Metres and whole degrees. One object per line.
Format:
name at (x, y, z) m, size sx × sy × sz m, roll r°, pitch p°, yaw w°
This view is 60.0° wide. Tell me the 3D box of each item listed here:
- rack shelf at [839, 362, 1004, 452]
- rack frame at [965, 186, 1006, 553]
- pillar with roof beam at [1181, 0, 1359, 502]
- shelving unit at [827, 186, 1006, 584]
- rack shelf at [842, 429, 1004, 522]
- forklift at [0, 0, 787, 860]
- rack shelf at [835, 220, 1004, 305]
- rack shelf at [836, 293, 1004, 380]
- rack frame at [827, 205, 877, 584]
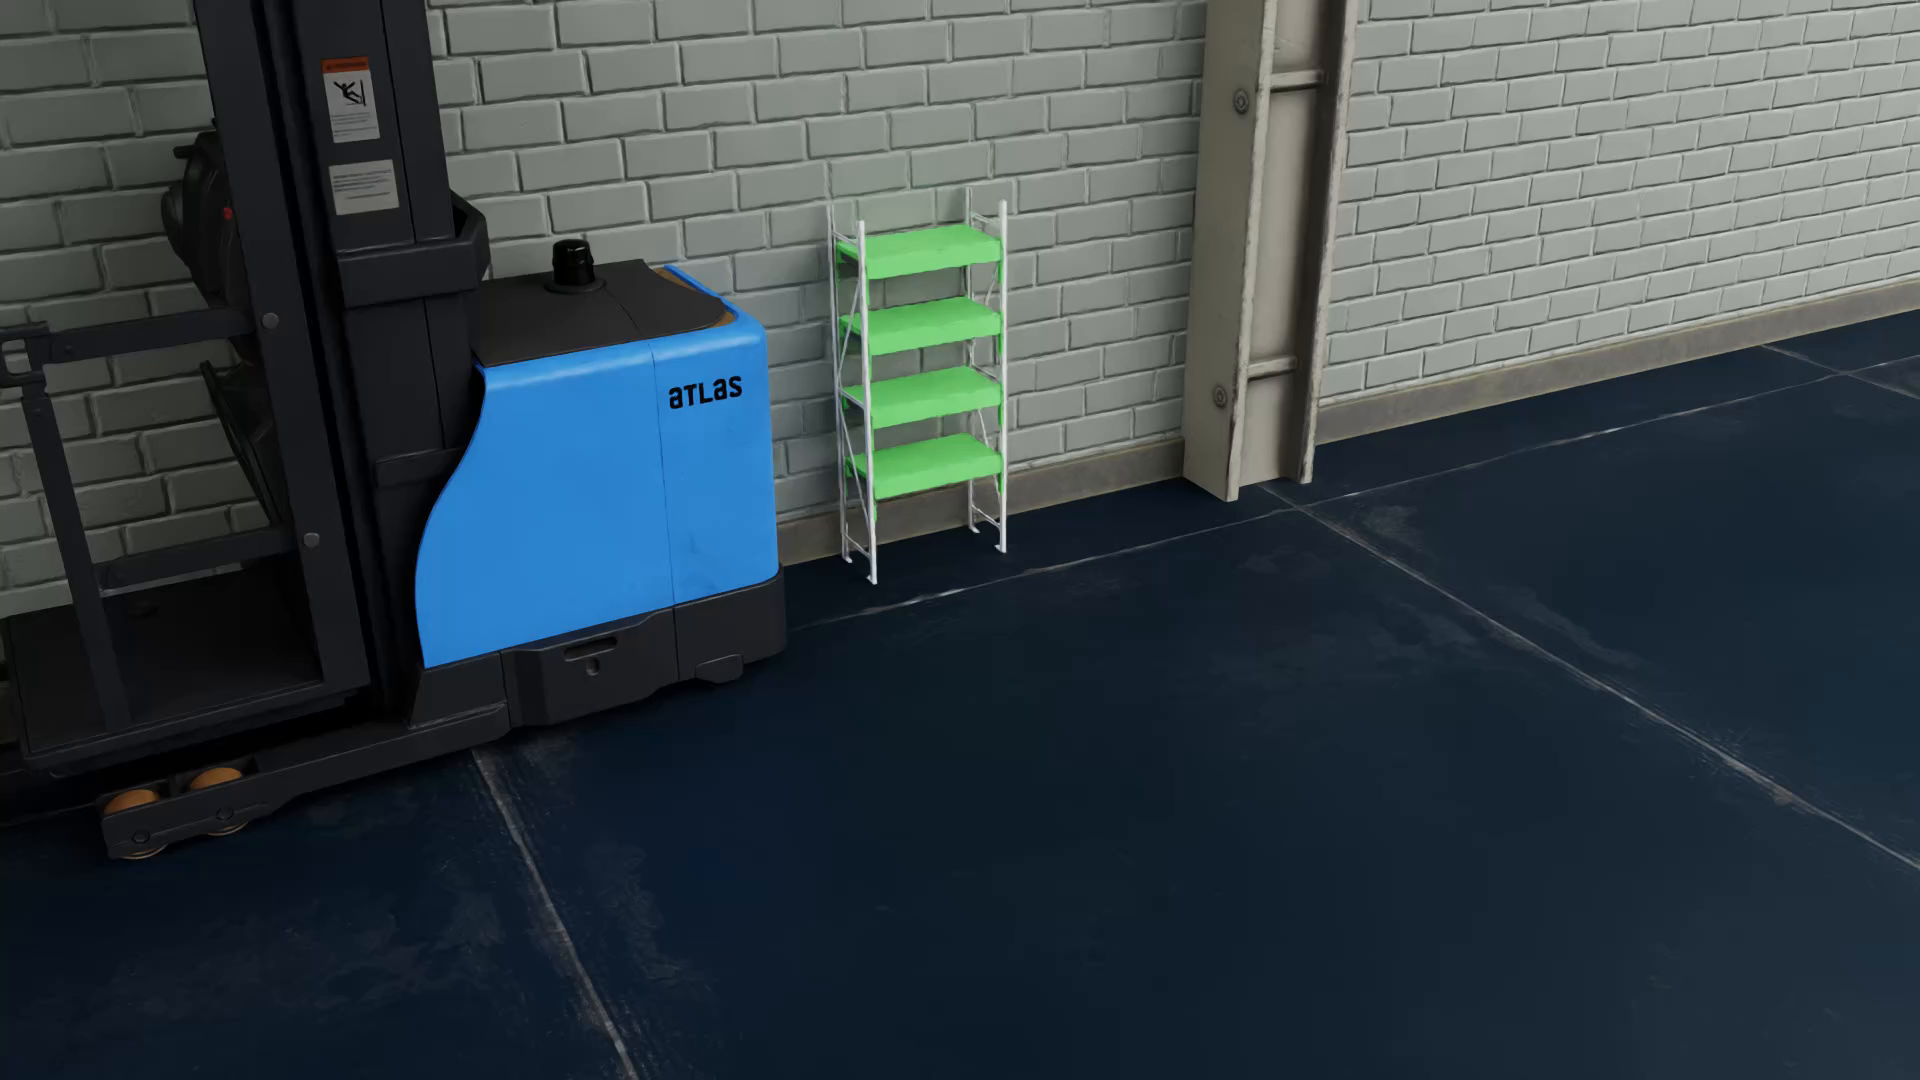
rack shelf at (-0.127, -0.438, 5.416) m, size 0.480 × 0.148 × 0.258 m, roll -13°, pitch 27°, yaw -26°
rack frame at (0.087, -0.546, 5.494) m, size 0.015 × 1.200 × 0.240 m, roll -13°, pitch 27°, yaw -26°
pillar with roof beam at (3.094, -2.649, 0.870) m, size 0.400 × 9.000 × 9.100 m, roll -13°, pitch 29°, yaw -25°
shelving unit at (-0.127, -0.496, 5.389) m, size 0.503 × 1.200 × 0.258 m, roll -13°, pitch 27°, yaw -26°
rack shelf at (-0.124, -0.219, 5.515) m, size 0.480 × 0.148 × 0.258 m, roll -13°, pitch 27°, yaw -26°
forklift at (-2.044, -0.794, 4.018) m, size 3.031 × 2.935 × 1.130 m, roll -14°, pitch 29°, yaw -27°
rack shelf at (-0.132, -0.874, 5.217) m, size 0.480 × 0.148 × 0.258 m, roll -13°, pitch 27°, yaw -26°
rack shelf at (-0.129, -0.656, 5.316) m, size 0.480 × 0.148 × 0.258 m, roll -13°, pitch 27°, yaw -26°
rack frame at (-0.342, -0.445, 5.284) m, size 0.015 × 1.200 × 0.240 m, roll -13°, pitch 27°, yaw -26°
